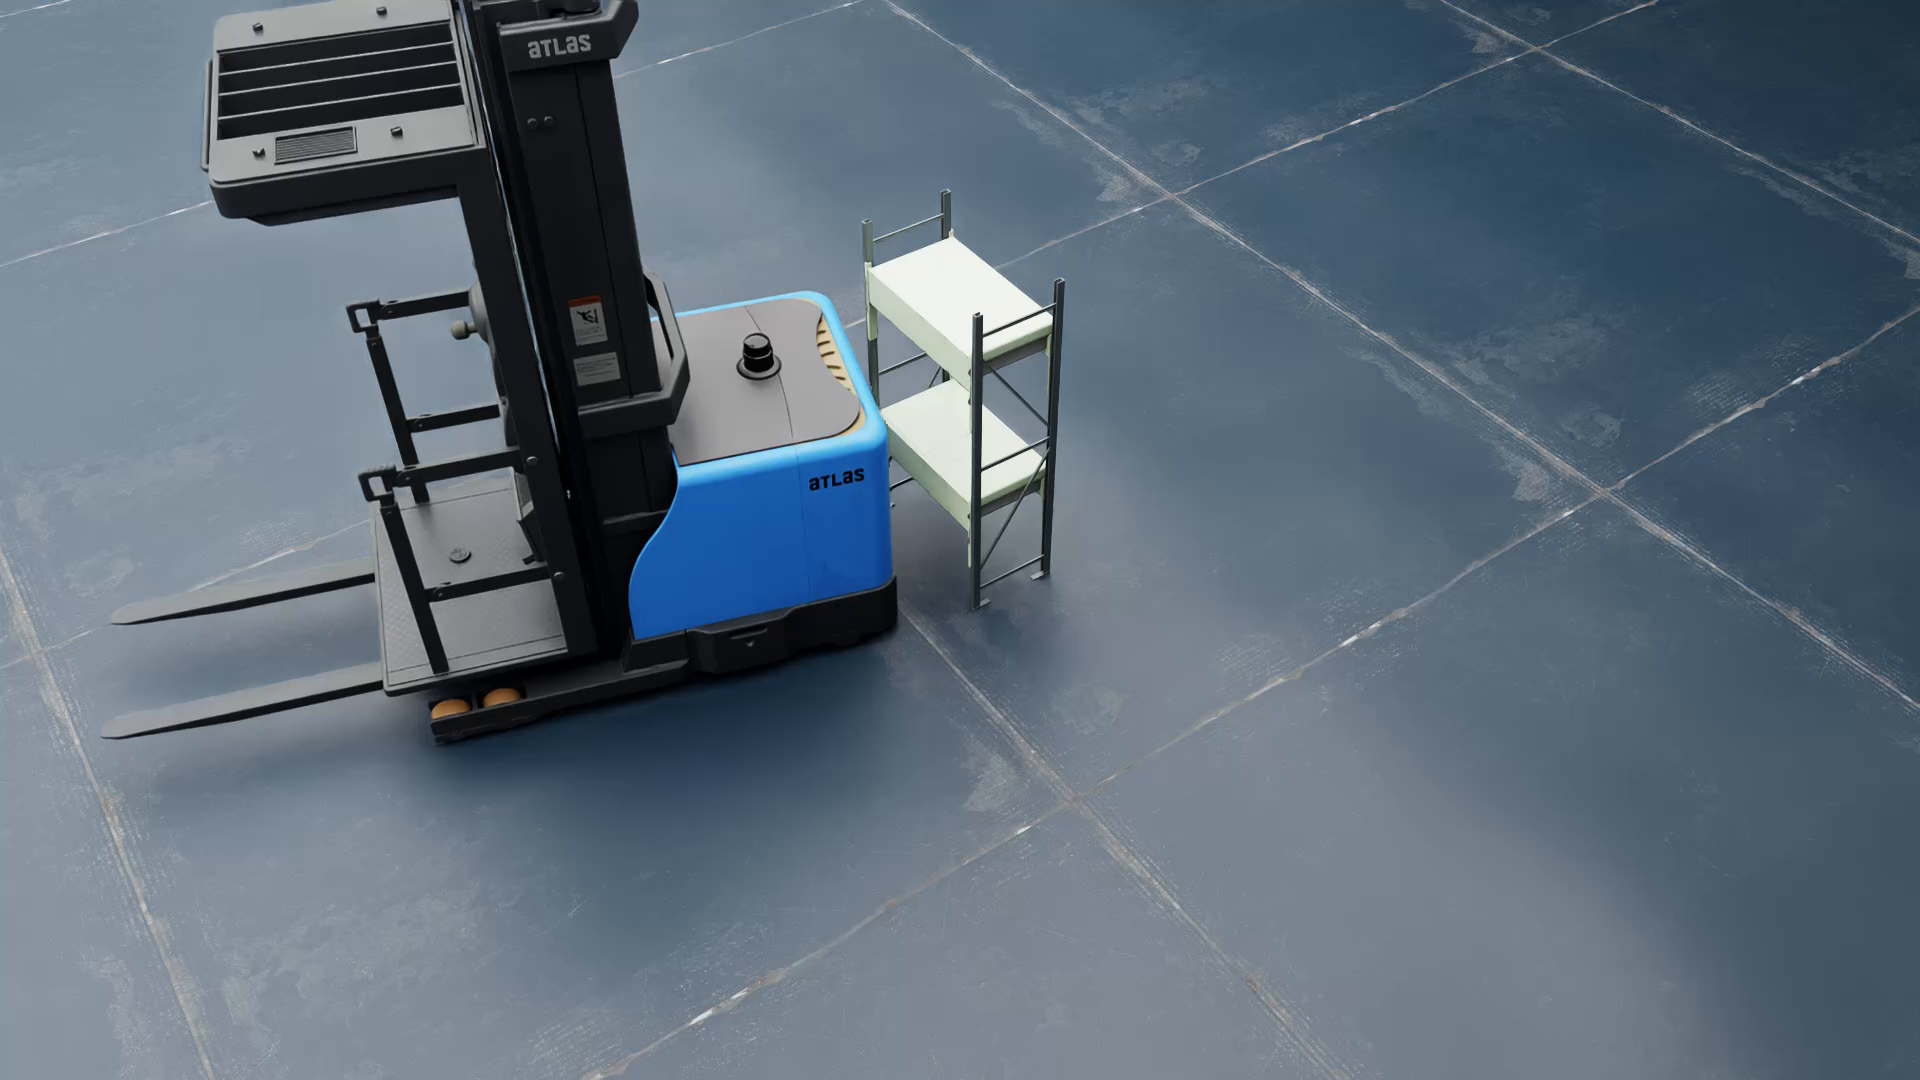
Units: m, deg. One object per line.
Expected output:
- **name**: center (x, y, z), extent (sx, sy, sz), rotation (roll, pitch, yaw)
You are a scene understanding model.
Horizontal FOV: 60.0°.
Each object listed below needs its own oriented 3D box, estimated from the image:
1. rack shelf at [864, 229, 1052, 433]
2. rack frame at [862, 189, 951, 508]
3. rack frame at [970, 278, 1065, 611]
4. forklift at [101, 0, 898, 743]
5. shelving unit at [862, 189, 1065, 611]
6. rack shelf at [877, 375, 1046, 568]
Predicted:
- **rack shelf**: center (0.004, -0.821, 6.450), extent (0.431, 0.370, 0.720), rotation (-26, 49, -24)
- **rack frame**: center (-0.206, -0.746, 6.936), extent (0.400, 1.500, 0.023), rotation (-26, 49, -24)
- **rack frame**: center (0.213, -0.331, 6.502), extent (0.400, 1.500, 0.023), rotation (-26, 49, -24)
- **forklift**: center (-1.831, -0.695, 5.847), extent (3.031, 2.935, 1.130), rotation (-12, 45, -12)
- **shelving unit**: center (0.004, -0.539, 6.719), extent (0.431, 1.500, 0.755), rotation (-26, 49, -24)
- **rack shelf**: center (0.004, -0.303, 6.944), extent (0.431, 0.370, 0.720), rotation (-26, 49, -24)
